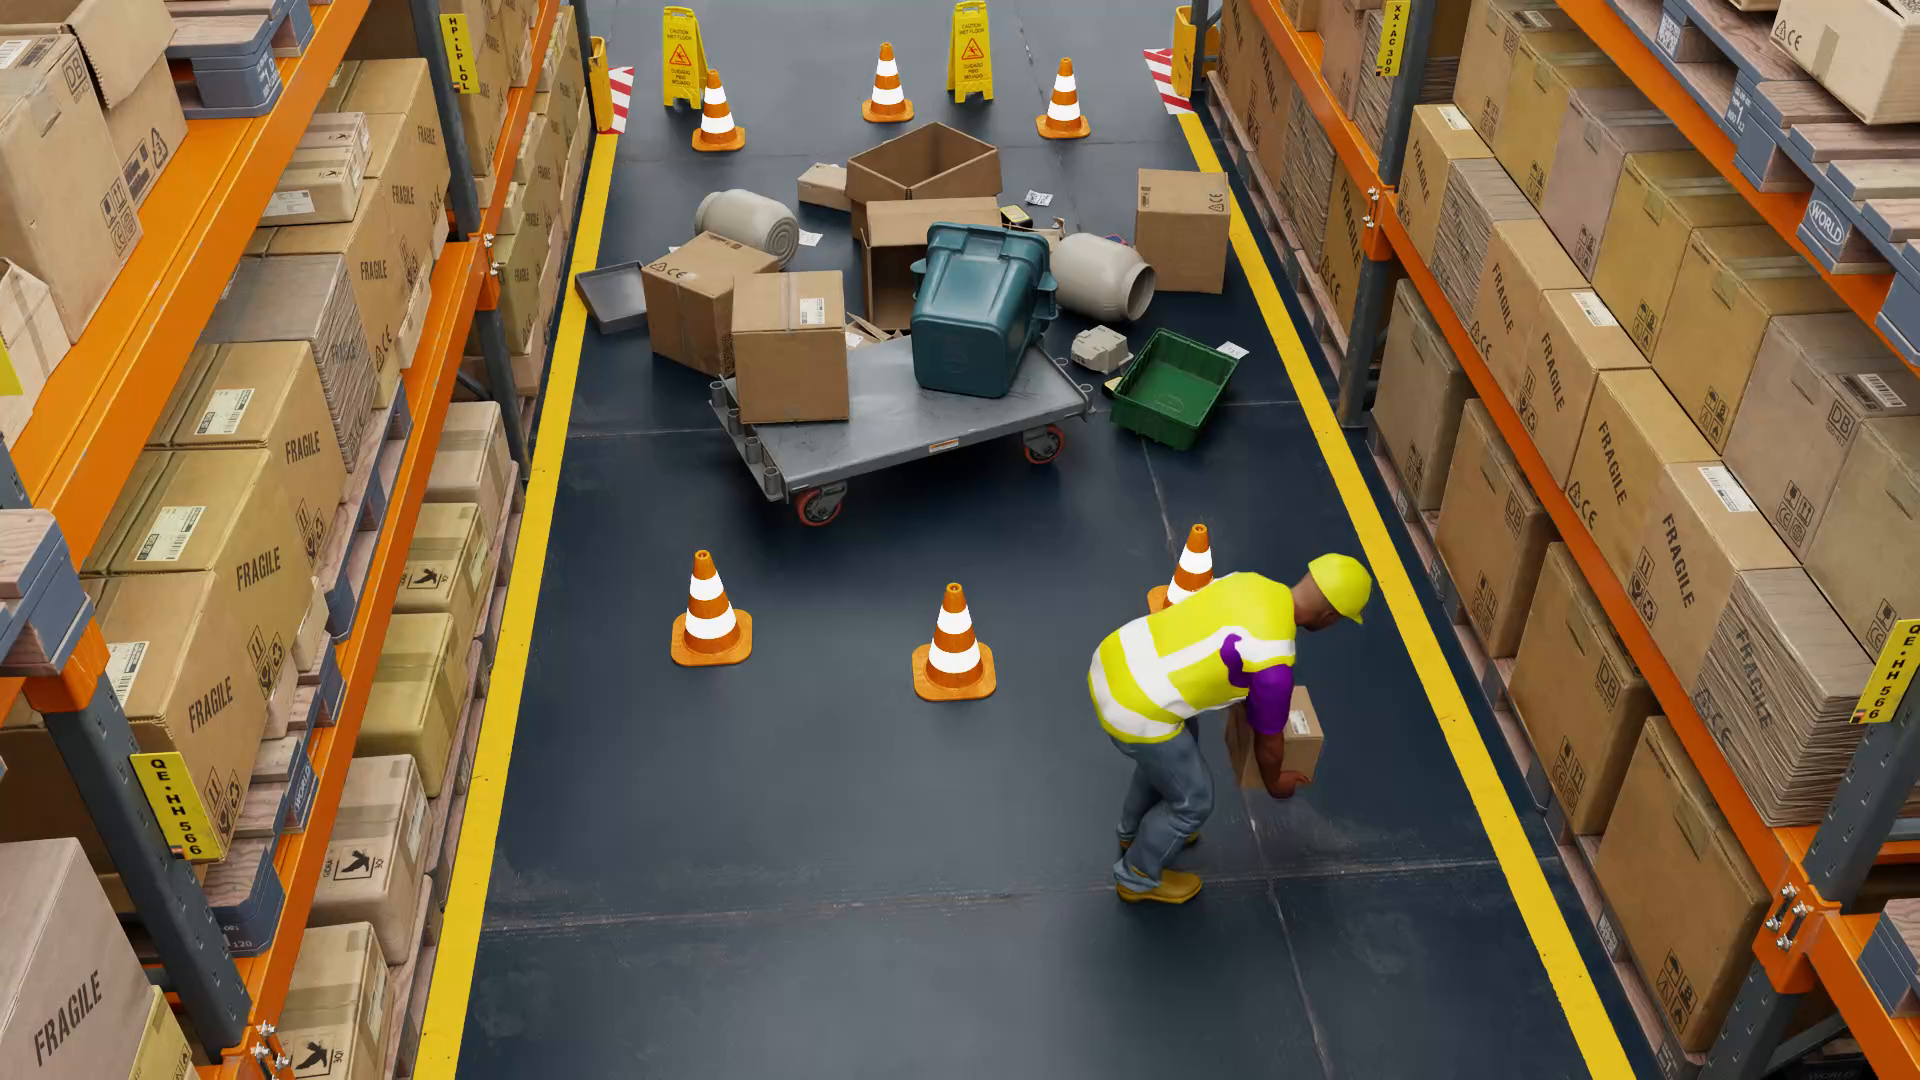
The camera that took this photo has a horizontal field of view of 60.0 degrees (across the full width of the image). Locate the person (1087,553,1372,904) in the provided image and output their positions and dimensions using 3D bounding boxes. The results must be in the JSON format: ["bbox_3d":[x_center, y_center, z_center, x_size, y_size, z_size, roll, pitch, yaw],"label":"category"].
[{"bbox_3d":[0.881,0.620,5.675,0.897,1.376,0.490,-4,39,-5],"label":"person"}]
